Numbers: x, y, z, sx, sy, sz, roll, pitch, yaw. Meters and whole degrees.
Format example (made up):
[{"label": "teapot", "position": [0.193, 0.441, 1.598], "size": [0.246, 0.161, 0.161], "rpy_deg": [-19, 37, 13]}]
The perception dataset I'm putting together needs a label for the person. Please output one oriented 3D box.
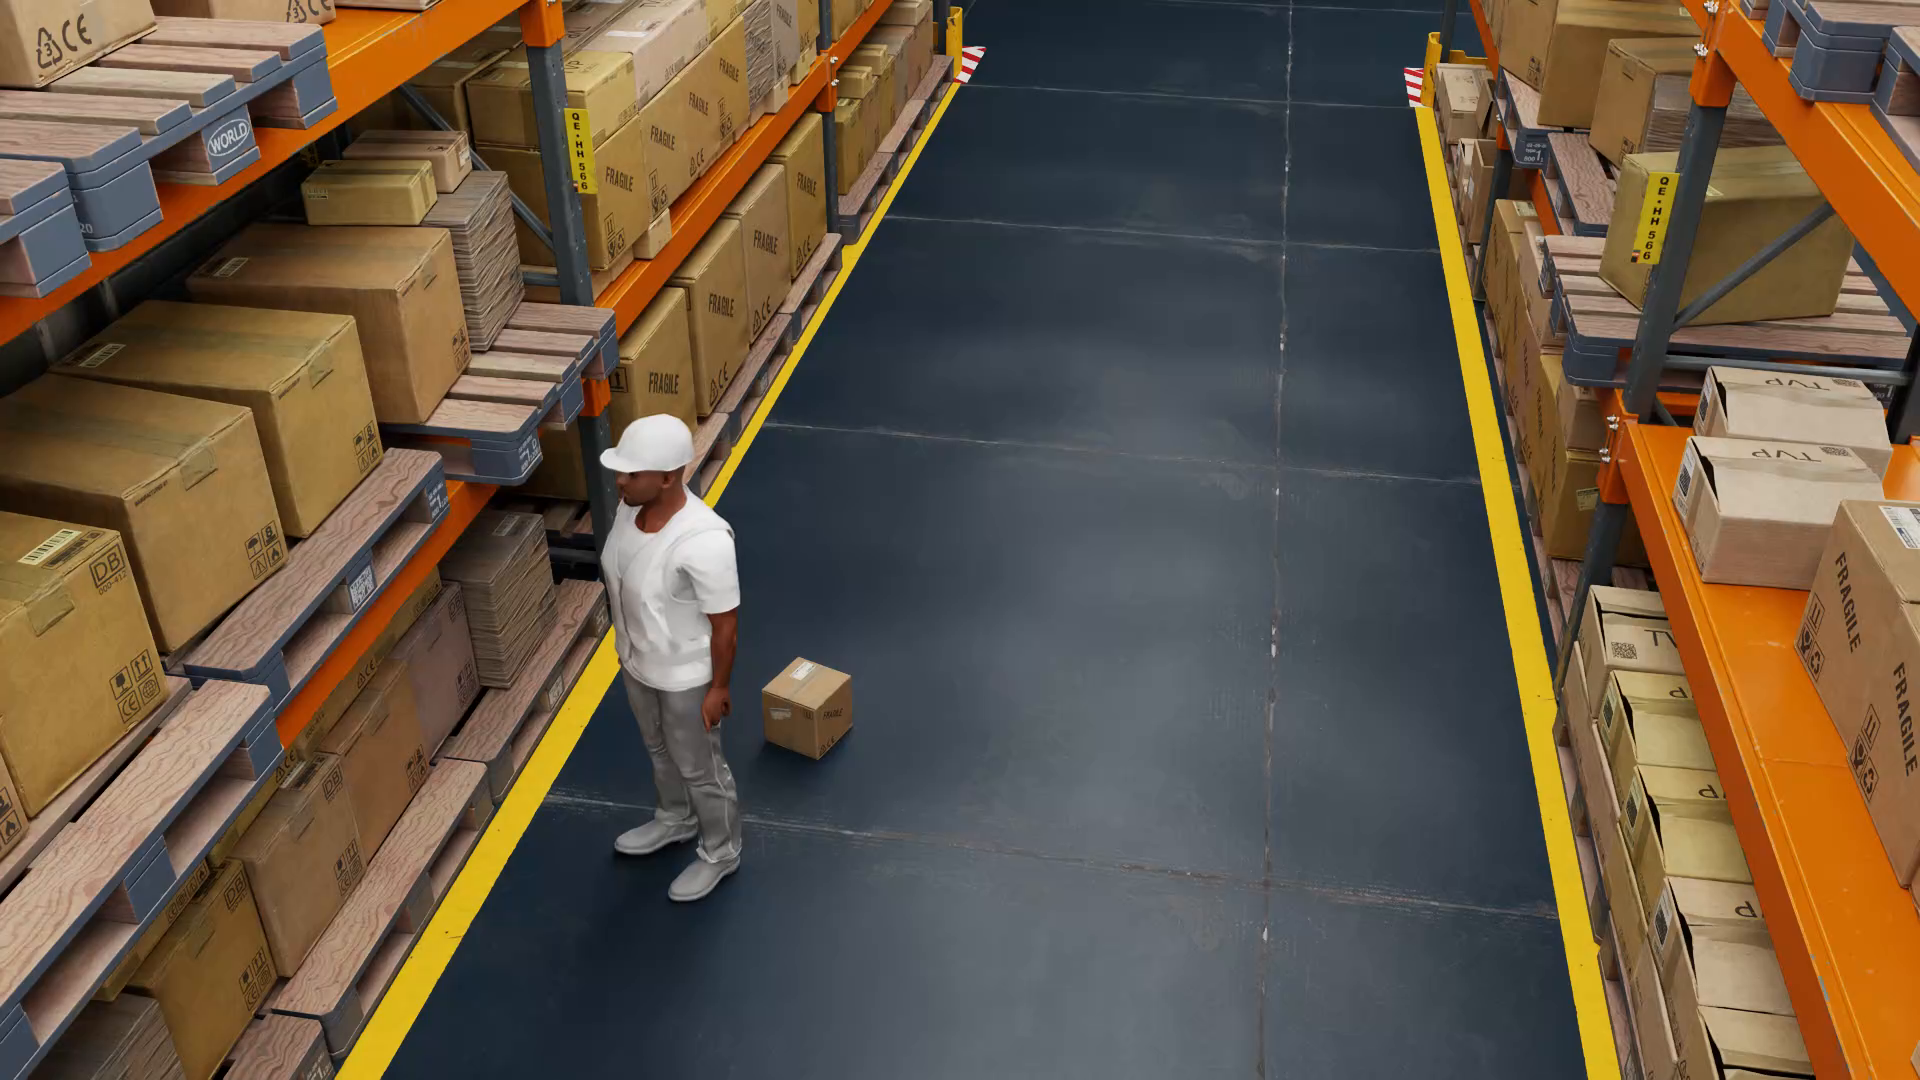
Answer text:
[{"label": "person", "position": [-0.961, 0.397, 5.481], "size": [0.385, 1.772, 0.569], "rpy_deg": [-25, 40, -33]}]
